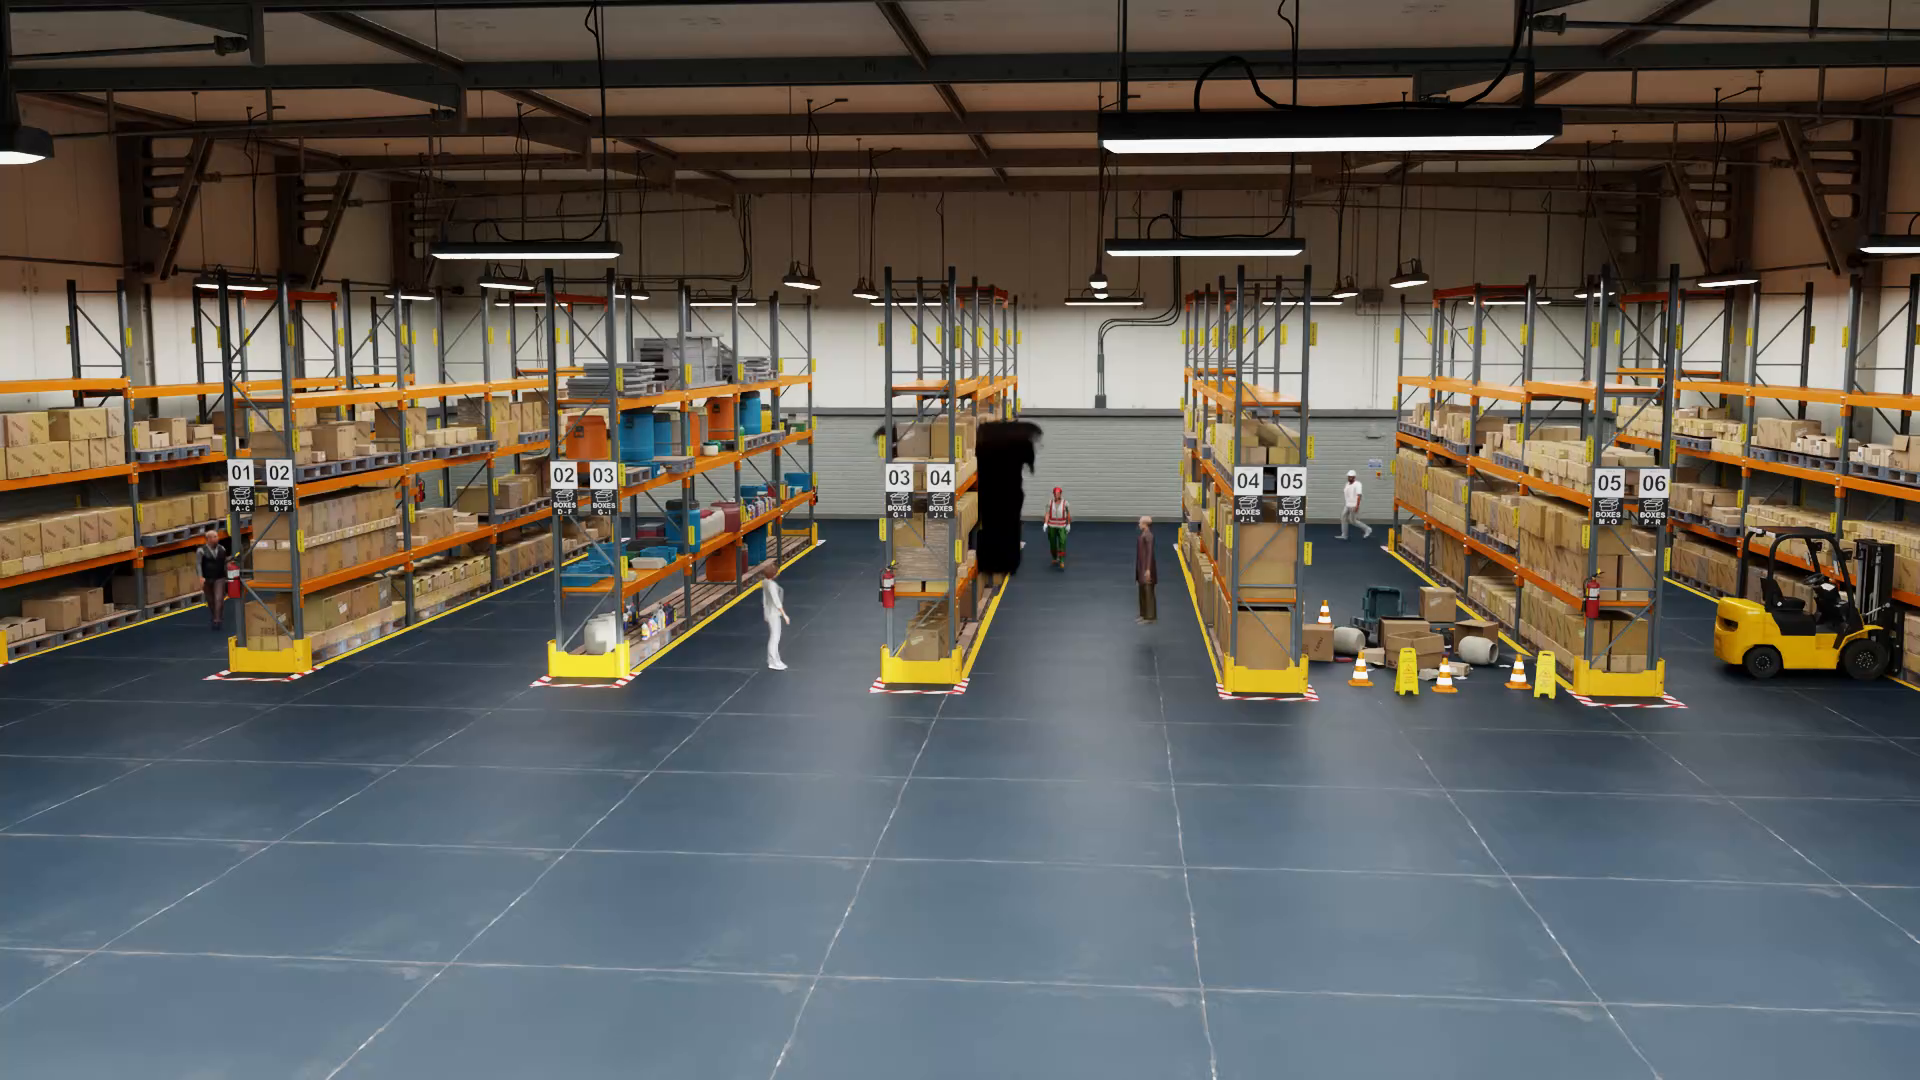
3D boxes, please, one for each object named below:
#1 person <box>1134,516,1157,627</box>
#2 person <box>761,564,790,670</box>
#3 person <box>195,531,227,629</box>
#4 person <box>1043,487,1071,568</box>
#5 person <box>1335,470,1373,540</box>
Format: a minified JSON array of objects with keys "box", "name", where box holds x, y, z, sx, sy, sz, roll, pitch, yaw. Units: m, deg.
[{"box":[3.030,0.551,27.372,0.440,1.684,0.584,-2,7,-15],"name":"person"},{"box":[-2.789,1.177,25.210,0.438,1.611,0.498,0,7,-2],"name":"person"},{"box":[-12.939,0.678,28.763,0.475,1.686,0.977,-1,7,-12],"name":"person"},{"box":[2.120,-0.289,36.308,0.602,1.743,0.975,0,7,3],"name":"person"},{"box":[9.759,-0.864,41.179,0.876,1.731,0.609,0,7,-1],"name":"person"}]
